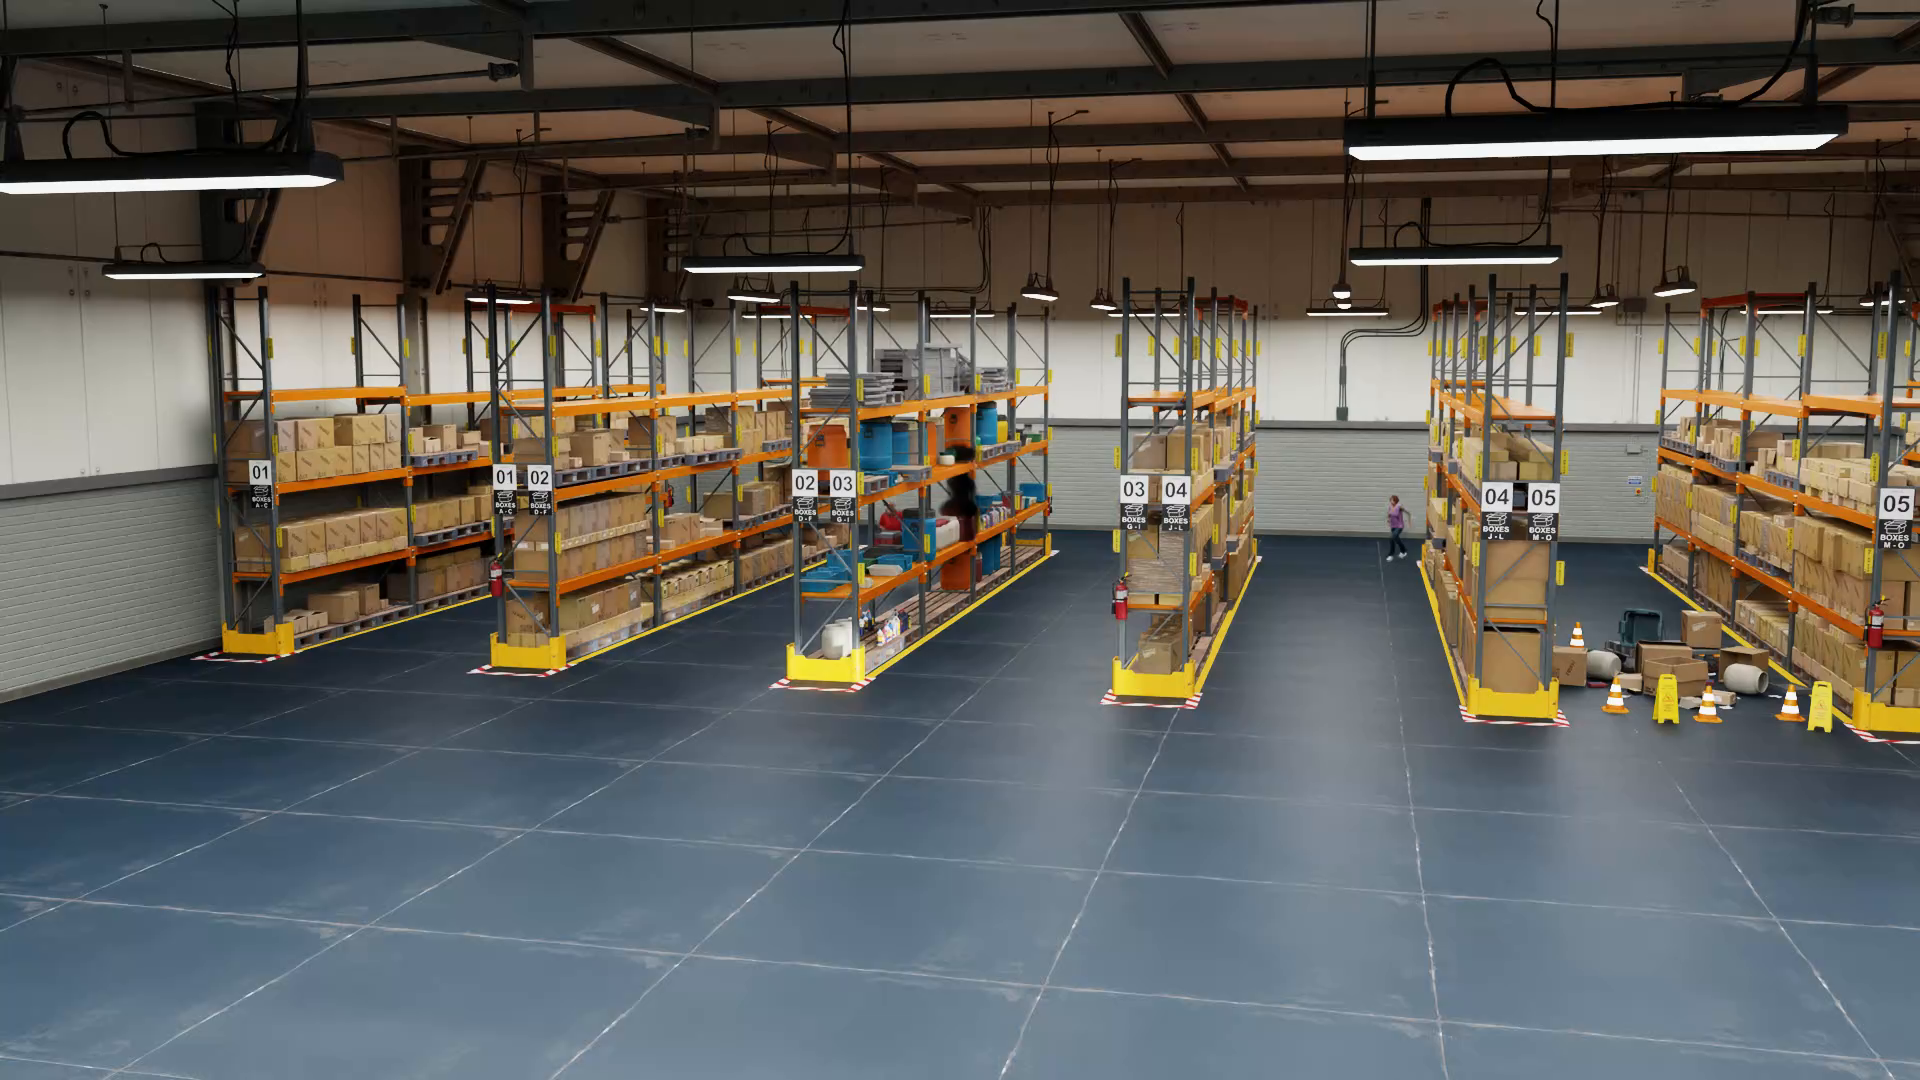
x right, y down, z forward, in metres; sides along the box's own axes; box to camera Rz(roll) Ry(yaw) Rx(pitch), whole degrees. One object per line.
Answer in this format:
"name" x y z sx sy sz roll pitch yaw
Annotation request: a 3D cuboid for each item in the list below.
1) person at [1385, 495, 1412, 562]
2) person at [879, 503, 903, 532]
"person" 10.369 -0.280 39.306 0.806 1.589 0.541 -4 8 -32
"person" -1.311 0.012 34.290 0.695 1.617 0.881 0 7 1
